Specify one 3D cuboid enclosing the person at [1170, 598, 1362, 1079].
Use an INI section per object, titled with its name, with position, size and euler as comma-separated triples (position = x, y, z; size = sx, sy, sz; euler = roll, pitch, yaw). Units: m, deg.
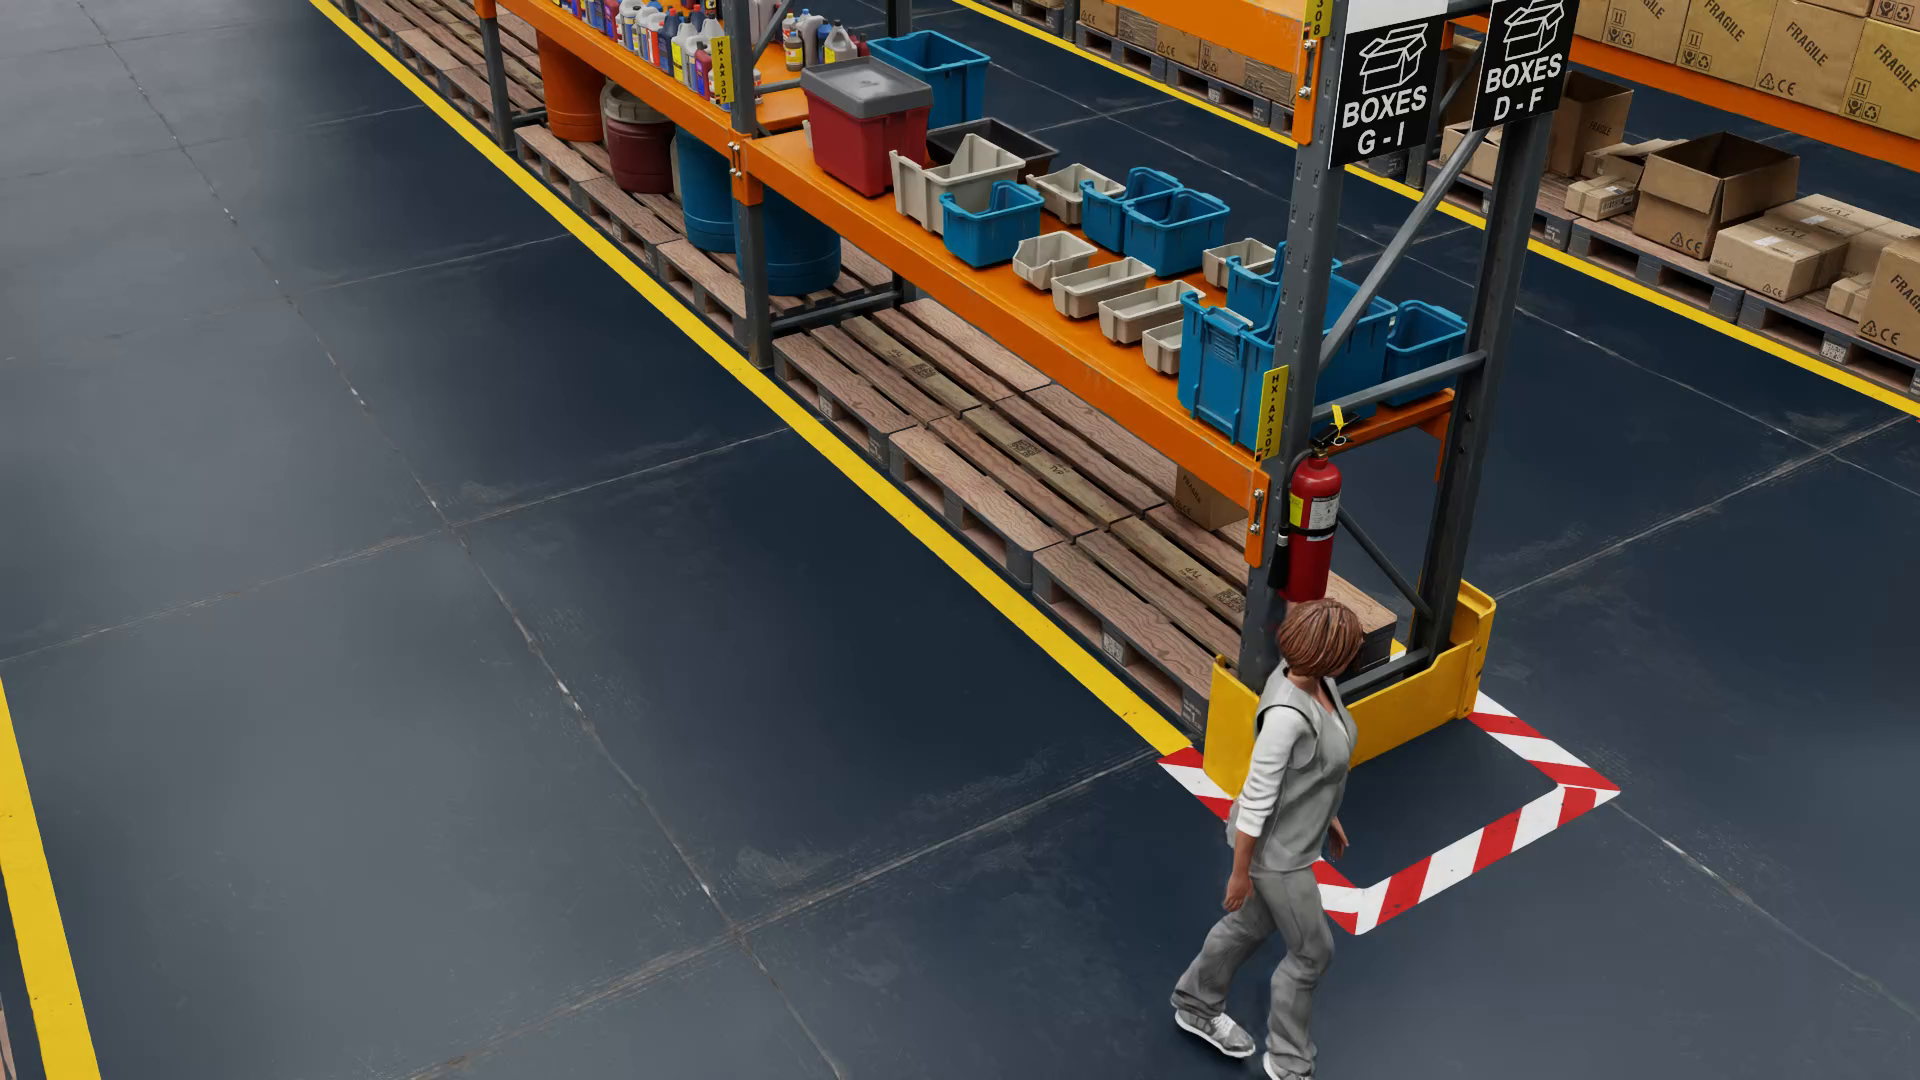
[person]
position = 0.924, 0.905, 4.791
size = 0.538, 1.633, 0.509
euler = 11, 35, 16
